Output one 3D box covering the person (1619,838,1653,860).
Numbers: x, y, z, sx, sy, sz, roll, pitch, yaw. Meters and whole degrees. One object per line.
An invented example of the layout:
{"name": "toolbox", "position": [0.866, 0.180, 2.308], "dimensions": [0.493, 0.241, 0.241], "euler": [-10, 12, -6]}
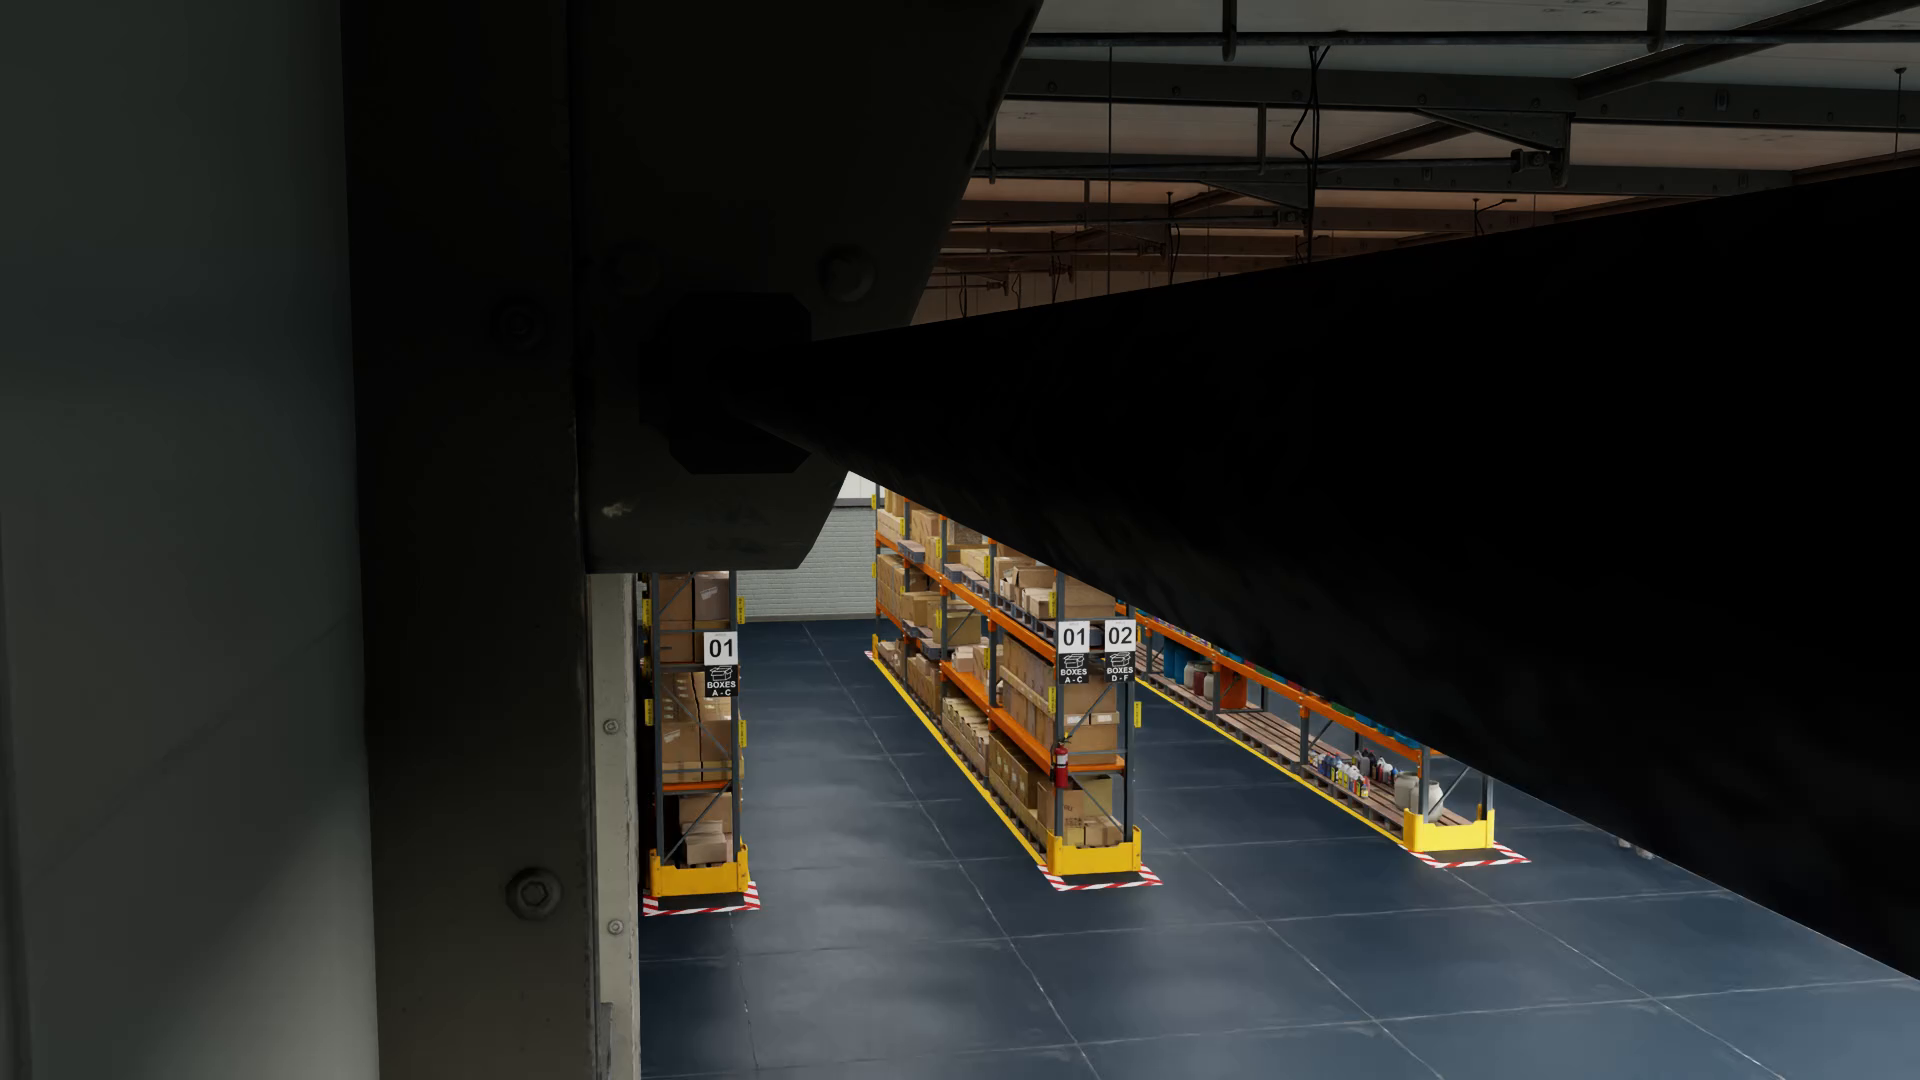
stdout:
{"name": "person", "position": [8.786, 3.239, 21.652], "dimensions": [0.589, 1.711, 0.994], "euler": [2, 6, 22]}
